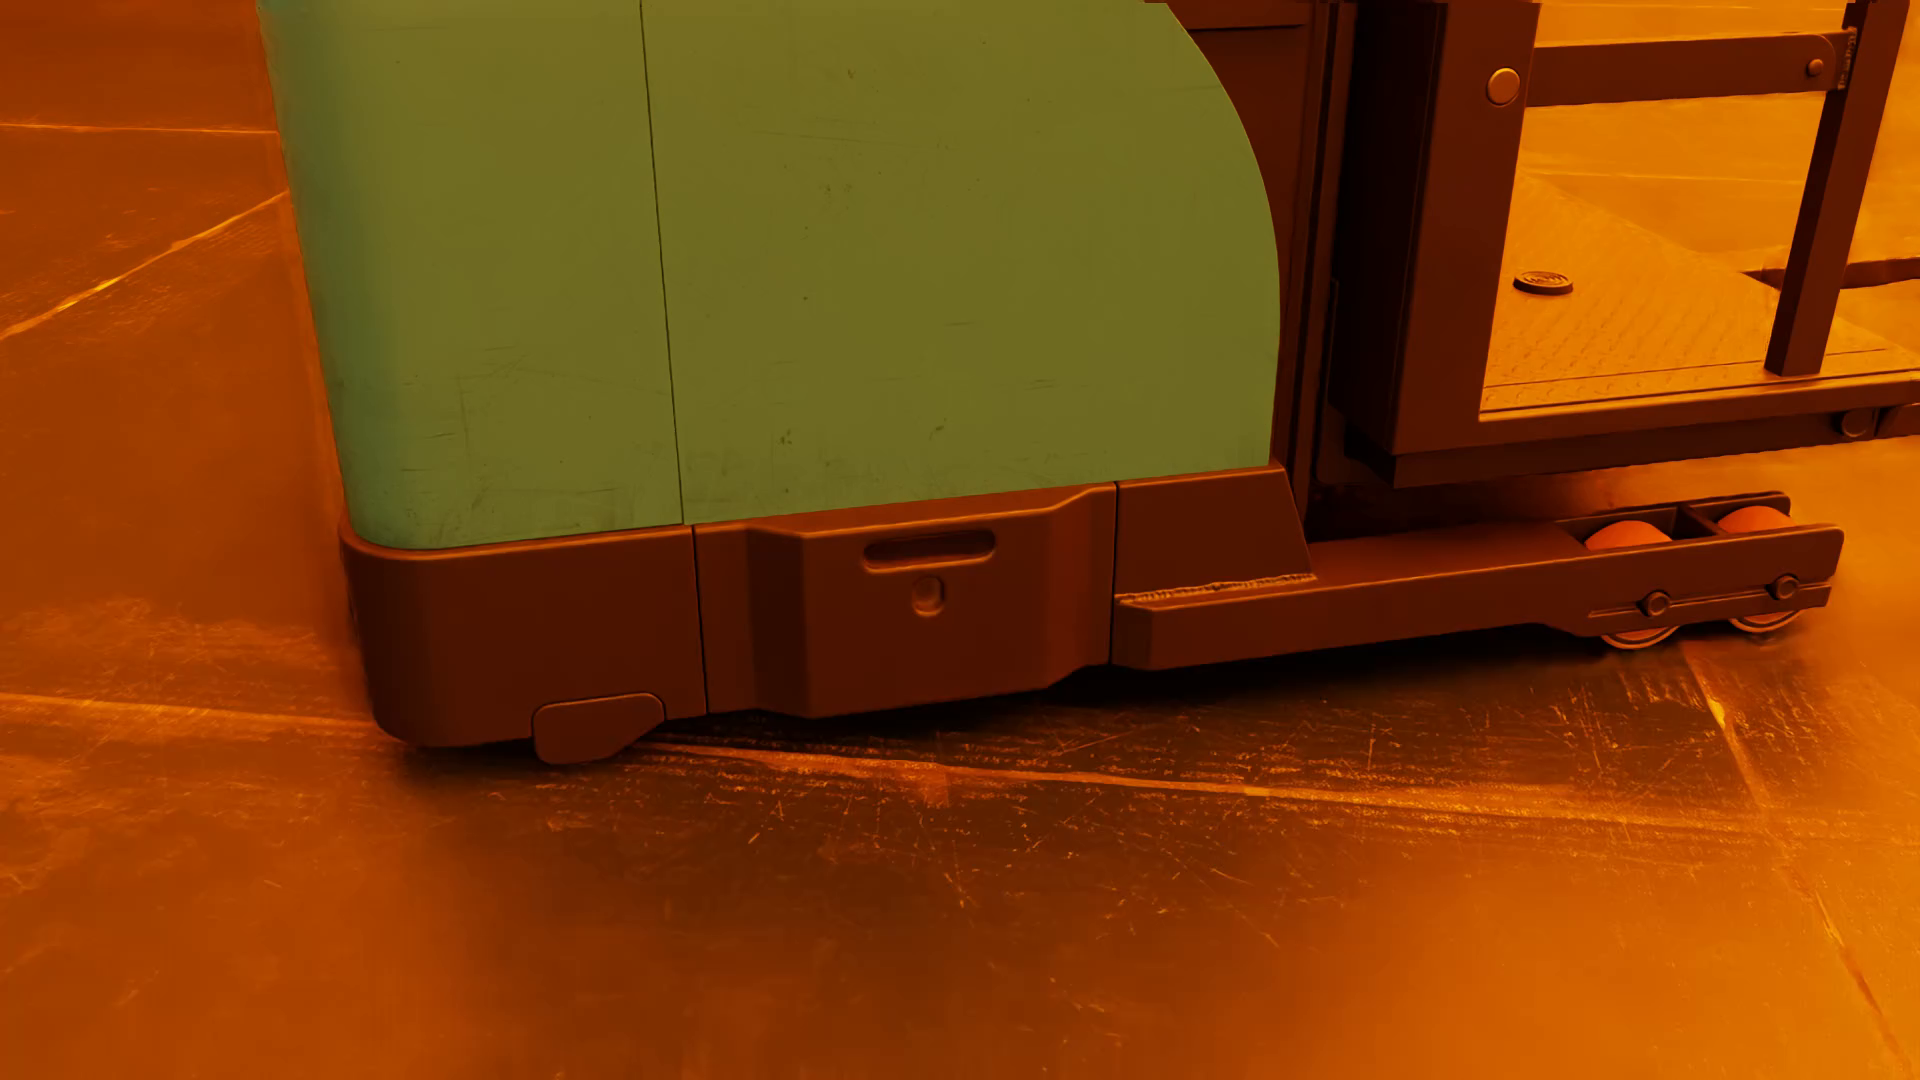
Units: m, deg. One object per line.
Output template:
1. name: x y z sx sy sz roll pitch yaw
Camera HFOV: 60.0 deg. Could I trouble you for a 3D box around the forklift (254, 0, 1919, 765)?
1. forklift: 0.688 -1.390 2.003 3.031 2.935 1.130 -6 27 -12
